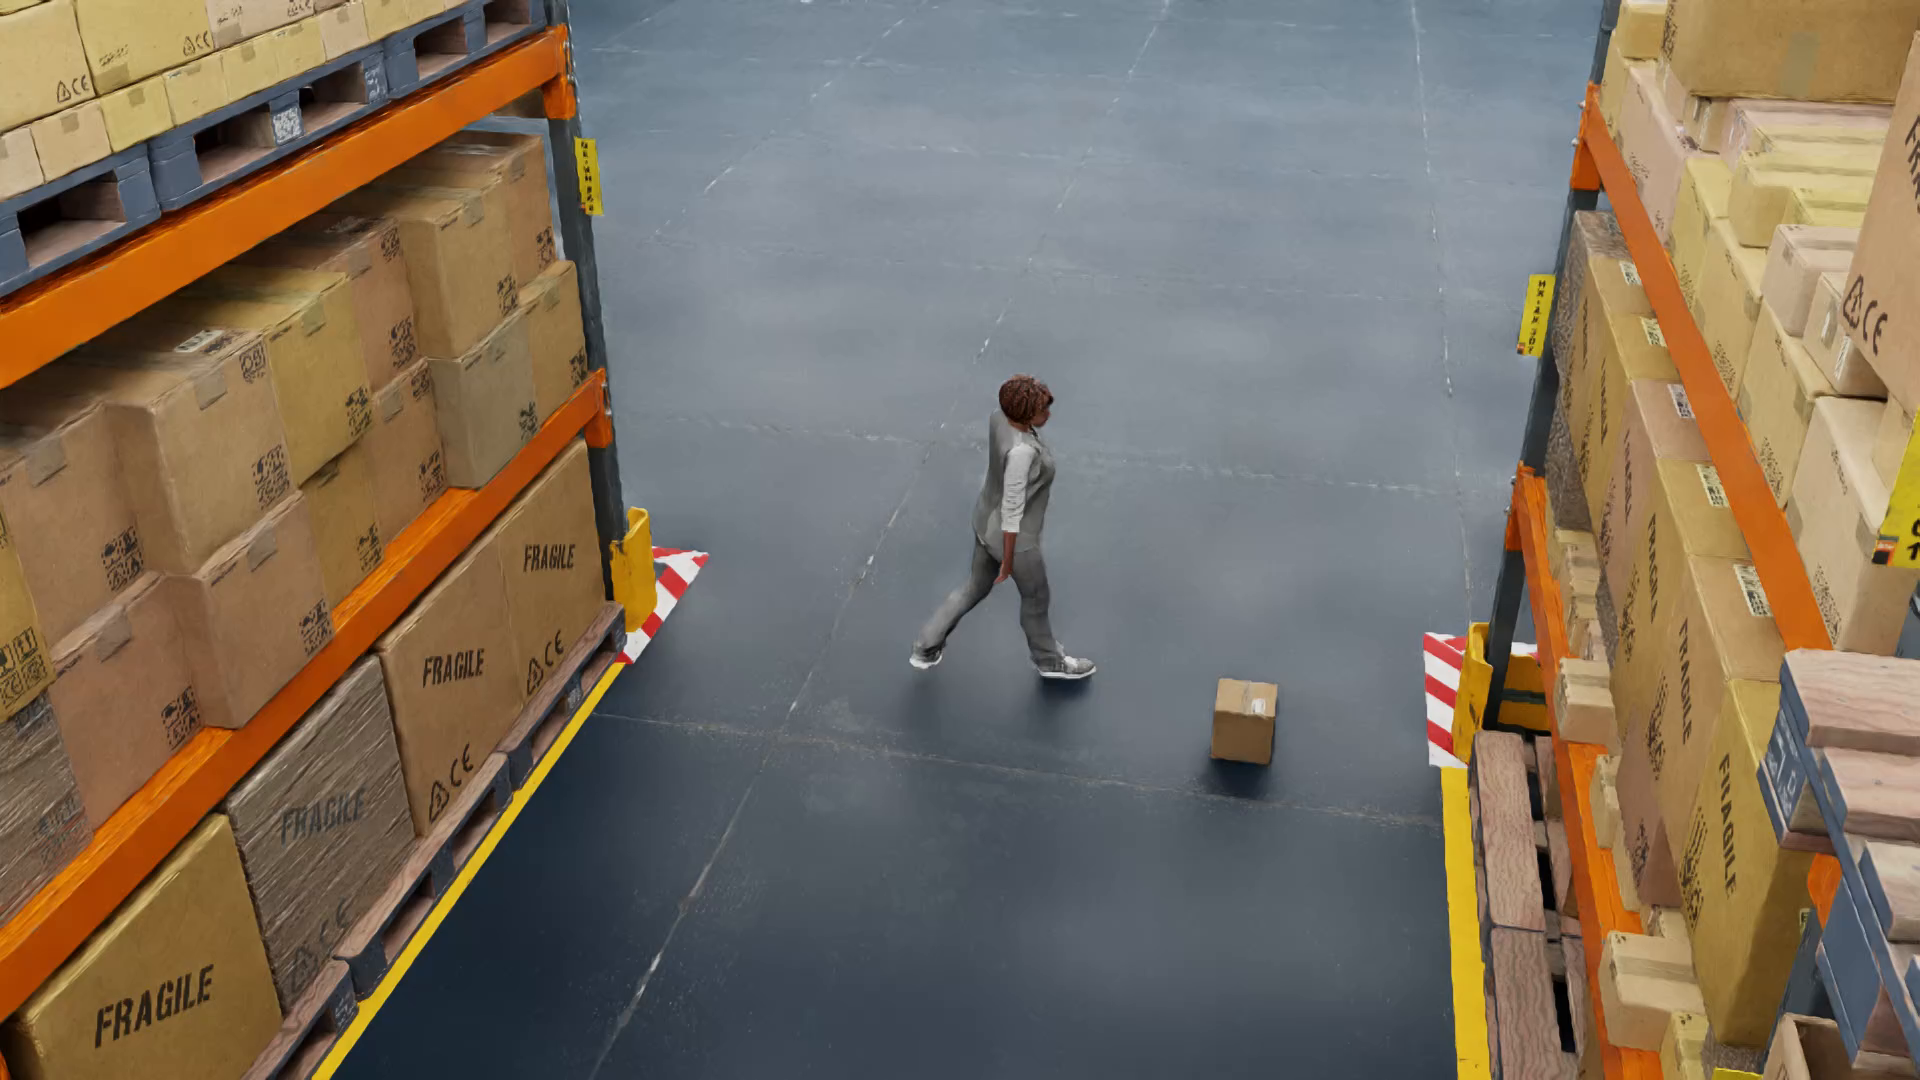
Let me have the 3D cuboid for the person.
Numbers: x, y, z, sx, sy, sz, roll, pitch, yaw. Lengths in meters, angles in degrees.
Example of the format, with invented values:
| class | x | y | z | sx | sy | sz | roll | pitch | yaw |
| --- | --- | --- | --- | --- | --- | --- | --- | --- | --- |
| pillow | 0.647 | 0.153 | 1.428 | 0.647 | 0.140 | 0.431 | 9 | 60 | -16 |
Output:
| class | x | y | z | sx | sy | sz | roll | pitch | yaw |
| --- | --- | --- | --- | --- | --- | --- | --- | --- | --- |
| person | 0.197 | -0.042 | 7.211 | 0.844 | 1.549 | 0.486 | -7 | 30 | -12 |
